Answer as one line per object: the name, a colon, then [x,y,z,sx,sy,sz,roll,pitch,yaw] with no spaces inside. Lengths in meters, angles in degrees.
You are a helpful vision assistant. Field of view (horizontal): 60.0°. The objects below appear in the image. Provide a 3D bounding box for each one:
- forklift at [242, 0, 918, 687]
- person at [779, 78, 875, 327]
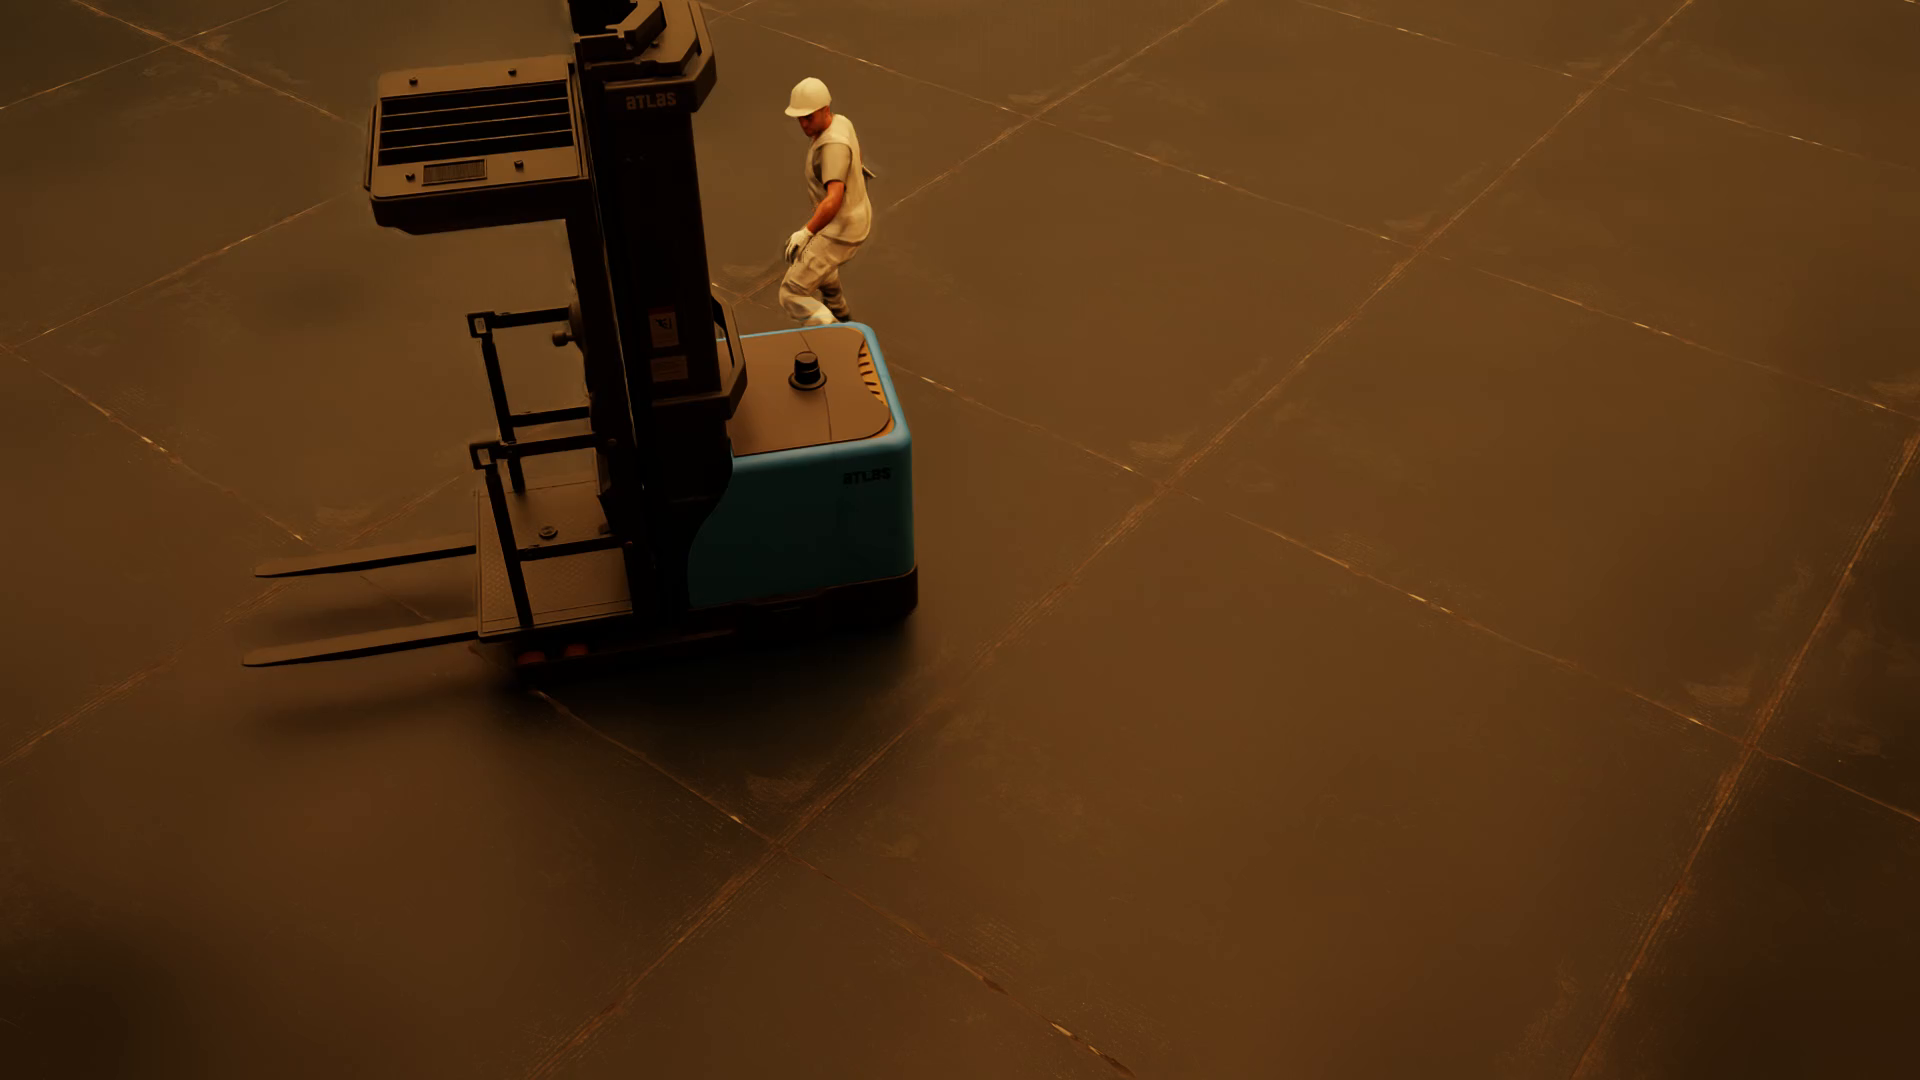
forklift: [-1.772,-0.828,7.045,3.031,2.935,1.130,-9,41,-10]
person: [-0.716,-1.782,9.220,0.510,1.663,1.189,4,41,5]
